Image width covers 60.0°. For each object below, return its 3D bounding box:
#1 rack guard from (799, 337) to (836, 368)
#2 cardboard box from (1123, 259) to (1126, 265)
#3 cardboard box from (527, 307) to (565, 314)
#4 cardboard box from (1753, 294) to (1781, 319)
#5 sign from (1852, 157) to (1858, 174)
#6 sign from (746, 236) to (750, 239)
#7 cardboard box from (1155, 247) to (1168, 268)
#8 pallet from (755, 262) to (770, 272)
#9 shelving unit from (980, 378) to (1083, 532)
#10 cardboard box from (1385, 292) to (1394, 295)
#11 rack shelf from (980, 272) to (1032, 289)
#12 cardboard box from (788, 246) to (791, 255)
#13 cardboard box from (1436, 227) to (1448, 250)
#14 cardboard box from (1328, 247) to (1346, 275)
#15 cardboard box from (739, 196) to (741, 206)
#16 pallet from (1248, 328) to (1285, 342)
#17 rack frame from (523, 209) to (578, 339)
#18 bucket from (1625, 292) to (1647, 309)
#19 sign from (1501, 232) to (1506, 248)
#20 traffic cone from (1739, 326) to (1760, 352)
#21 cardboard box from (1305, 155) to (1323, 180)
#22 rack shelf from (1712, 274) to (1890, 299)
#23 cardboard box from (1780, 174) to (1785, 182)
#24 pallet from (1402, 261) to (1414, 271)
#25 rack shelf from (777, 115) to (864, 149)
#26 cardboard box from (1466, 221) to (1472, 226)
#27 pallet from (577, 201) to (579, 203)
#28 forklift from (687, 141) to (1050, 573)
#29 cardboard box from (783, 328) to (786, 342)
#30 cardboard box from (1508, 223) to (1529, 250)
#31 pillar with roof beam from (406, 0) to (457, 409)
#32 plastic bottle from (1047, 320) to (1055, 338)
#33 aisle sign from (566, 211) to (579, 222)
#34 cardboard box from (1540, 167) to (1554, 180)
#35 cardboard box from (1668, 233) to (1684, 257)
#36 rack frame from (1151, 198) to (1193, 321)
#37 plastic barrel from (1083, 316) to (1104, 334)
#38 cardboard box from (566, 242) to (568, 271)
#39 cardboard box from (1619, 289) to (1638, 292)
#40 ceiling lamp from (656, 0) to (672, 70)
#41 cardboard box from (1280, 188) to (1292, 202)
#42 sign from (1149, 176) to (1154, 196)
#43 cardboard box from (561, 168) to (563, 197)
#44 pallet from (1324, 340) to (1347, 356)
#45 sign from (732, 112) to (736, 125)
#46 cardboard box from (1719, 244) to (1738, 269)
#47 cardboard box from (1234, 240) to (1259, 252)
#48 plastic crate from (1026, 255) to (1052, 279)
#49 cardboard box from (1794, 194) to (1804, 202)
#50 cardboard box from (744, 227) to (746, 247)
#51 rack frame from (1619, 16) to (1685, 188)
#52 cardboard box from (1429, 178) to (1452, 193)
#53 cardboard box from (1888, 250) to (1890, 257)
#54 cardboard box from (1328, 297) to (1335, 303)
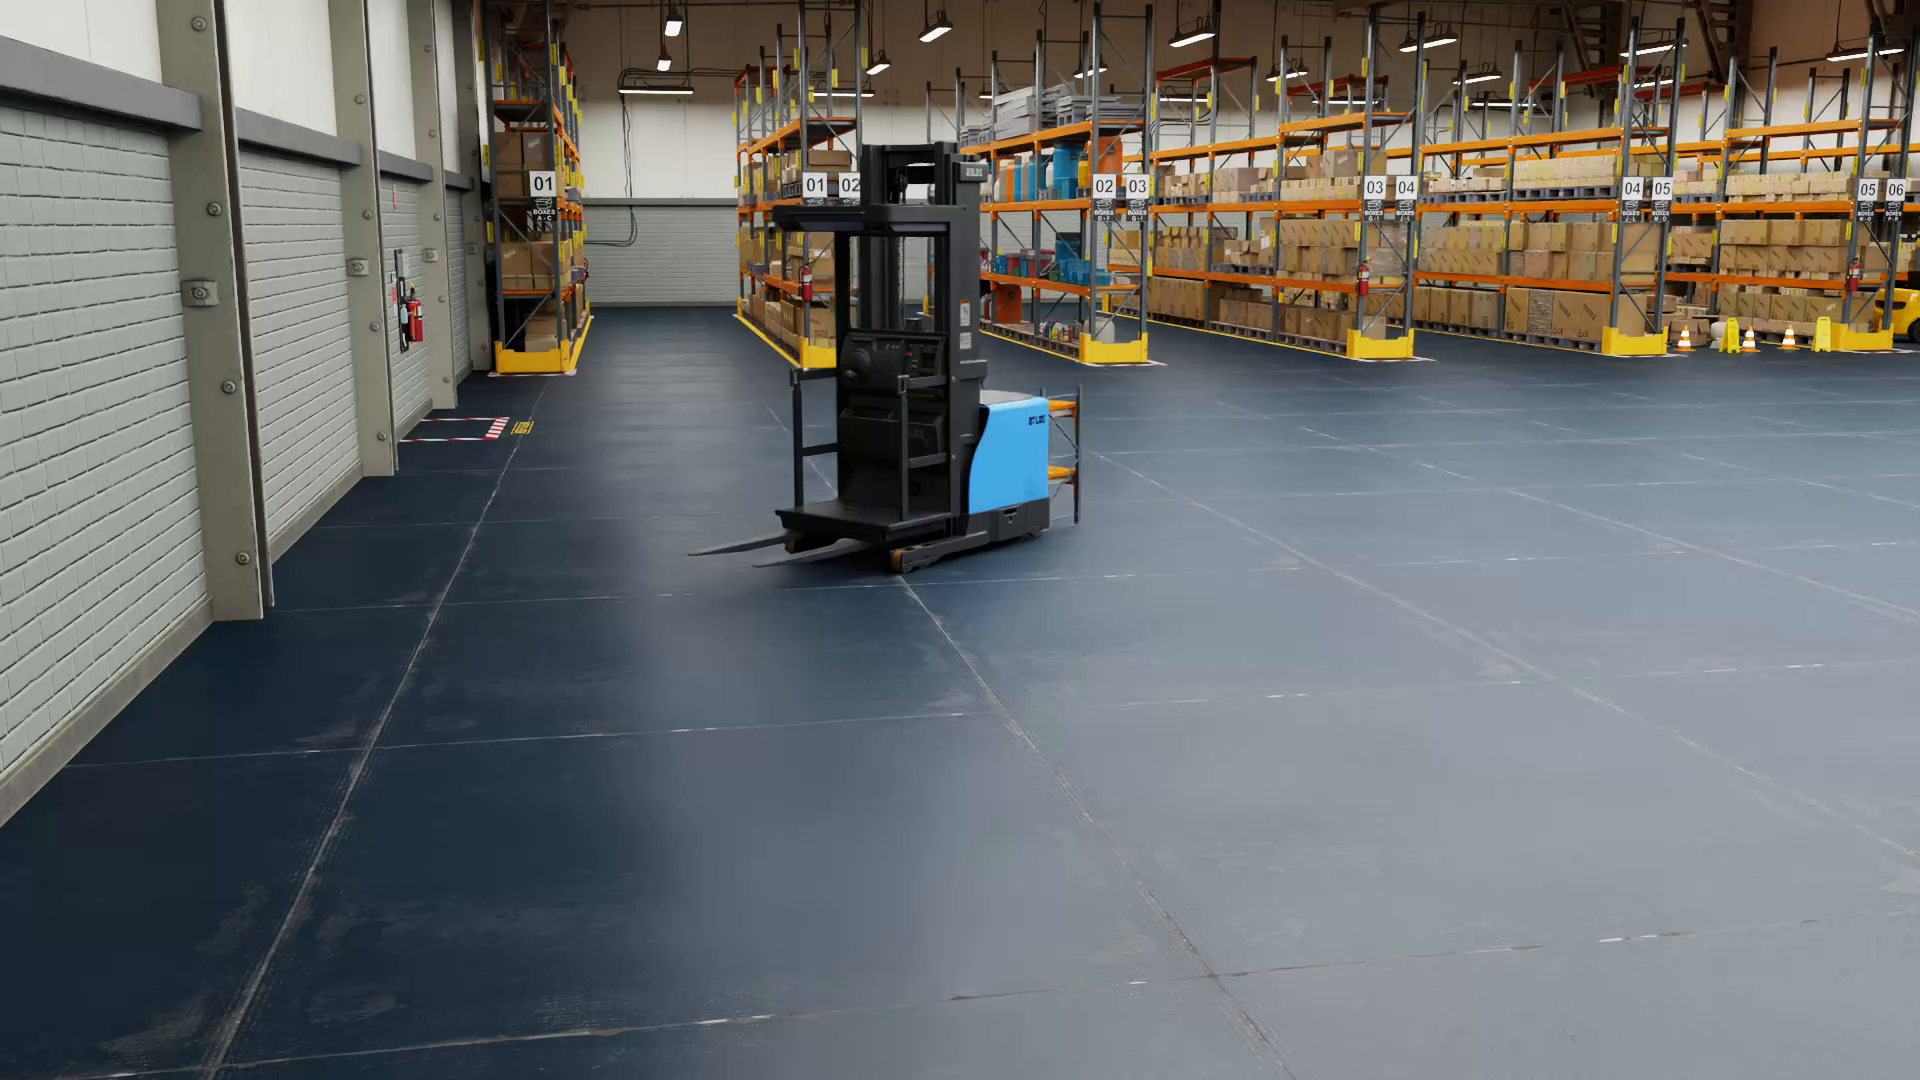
[{"bbox_3d":[-2.113,-3.175,28.040,1.175,0.500,0.348,-2,11,-11],"label":"rack guard"},{"bbox_3d":[4.486,-7.265,43.516,0.380,0.149,0.250,-2,11,-12],"label":"cardboard box"},{"bbox_3d":[-8.230,-4.363,33.105,0.700,0.500,0.500,-2,11,-11],"label":"cardboard box"},{"bbox_3d":[16.608,-4.774,33.980,0.500,0.500,0.500,-2,11,-8],"label":"cardboard box"},{"bbox_3d":[16.773,-7.019,31.162,0.100,0.325,0.005,-2,11,-11],"label":"sign"},{"bbox_3d":[-4.982,-7.012,39.200,0.100,0.325,0.005,-2,11,-11],"label":"sign"},{"bbox_3d":[5.111,-6.923,40.781,0.500,0.500,0.500,-2,11,-11],"label":"cardboard box"},{"bbox_3d":[-4.056,-6.137,37.429,1.003,0.211,1.213,-2,11,-11],"label":"pallet"},{"bbox_3d":[0.417,-0.715,13.445,1.048,1.125,0.538,10,14,41],"label":"shelving unit"},{"bbox_3d":[10.430,-5.951,39.495,0.500,0.250,0.500,-2,11,-10],"label":"cardboard box"},{"bbox_3d":[0.797,-6.067,38.475,1.077,0.370,4.000,-2,11,-11],"label":"rack shelf"},{"bbox_3d":[-3.033,-5.452,31.318,0.380,0.149,0.250,-2,11,-11],"label":"cardboard box"},{"bbox_3d":[11.107,-6.761,37.253,0.700,0.500,0.500,-2,11,-12],"label":"cardboard box"},{"bbox_3d":[7.305,-5.151,30.675,0.875,0.500,0.500,-2,11,-11],"label":"cardboard box"},{"bbox_3d":[-5.294,-8.546,41.953,0.500,0.250,0.500,-2,11,-11],"label":"cardboard box"},{"bbox_3d":[6.670,-4.273,34.583,1.003,0.211,1.213,-2,11,-11],"label":"pallet"},{"bbox_3d":[-8.532,-5.694,34.588,1.000,3.000,0.127,-2,11,-11],"label":"rack frame"},{"bbox_3d":[13.995,-4.860,34.896,0.726,0.611,0.620,2,1,9],"label":"bucket"},{"bbox_3d":[11.177,-6.171,34.209,0.100,0.325,0.005,-2,11,-11],"label":"sign"},{"bbox_3d":[14.950,-3.810,31.477,0.336,0.463,0.334,-2,11,-11],"label":"traffic cone"},{"bbox_3d":[7.160,-7.341,32.823,0.500,0.500,0.500,-2,11,-13],"label":"cardboard box"},{"bbox_3d":[16.932,-5.141,33.606,1.077,0.370,4.000,-2,11,-11],"label":"rack shelf"},{"bbox_3d":[16.668,-7.251,33.286,0.380,0.149,0.250,-2,11,-10],"label":"cardboard box"},{"bbox_3d":[10.686,-6.428,38.962,1.213,0.211,1.003,-2,11,-11],"label":"pallet"},{"bbox_3d":[-2.506,-7.171,29.300,1.077,0.370,4.000,-2,11,-11],"label":"rack shelf"},{"bbox_3d":[14.135,-8.700,45.709,0.380,0.149,0.250,-2,11,-13],"label":"cardboard box"},{"bbox_3d":[-9.459,-8.008,38.961,1.003,0.211,1.213,-2,11,-11],"label":"pallet"},{"bbox_3d":[-0.615,-1.313,11.757,1.130,2.935,3.031,8,14,37],"label":"forklift"},{"bbox_3d":[-3.010,-3.808,30.914,0.500,0.250,0.500,-2,11,-11],"label":"cardboard box"},{"bbox_3d":[11.745,-6.197,33.946,0.875,0.550,0.550,-2,11,-11],"label":"cardboard box"},{"bbox_3d":[-2.571,-6.326,21.868,9.100,9.000,0.400,-2,11,-11],"label":"pillar with roof beam"},{"bbox_3d":[1.751,-4.037,31.794,0.144,0.351,0.185,-3,11,-13],"label":"plastic bottle"},{"bbox_3d":[-9.807,-8.462,42.180,0.394,0.787,0.004,-2,11,-11],"label":"aisle sign"},{"bbox_3d":[11.726,-7.179,32.583,0.500,0.250,0.500,-2,11,-12],"label":"cardboard box"},{"bbox_3d":[16.036,-6.524,36.767,0.500,0.500,0.500,-2,11,-9],"label":"cardboard box"},{"bbox_3d":[5.267,-6.968,41.282,1.000,3.000,0.127,-2,11,-11],"label":"rack frame"},{"bbox_3d":[2.442,-3.781,30.068,0.421,0.512,0.421,0,11,0],"label":"plastic barrel"},{"bbox_3d":[-7.067,-4.910,28.811,0.500,0.500,0.500,-2,11,-9],"label":"cardboard box"},{"bbox_3d":[15.712,-5.887,40.161,0.875,0.875,0.875,-2,11,-12],"label":"cardboard box"},{"bbox_3d":[-6.395,-12.191,37.068,0.800,3.185,2.000,-2,11,-11],"label":"ceiling lamp"},{"bbox_3d":[6.659,-6.808,32.824,0.500,0.250,0.500,-3,11,-13],"label":"cardboard box"},{"bbox_3d":[3.283,-6.084,28.592,0.100,0.325,0.005,-2,11,-11],"label":"sign"},{"bbox_3d":[-6.970,-6.024,27.981,0.500,0.500,0.500,-2,11,-8],"label":"cardboard box"},{"bbox_3d":[7.462,-3.561,30.842,1.003,0.211,1.213,-2,11,-11],"label":"pallet"},{"bbox_3d":[-5.762,-10.767,42.488,0.100,0.325,0.005,-2,11,-11],"label":"sign"},{"bbox_3d":[16.355,-5.965,34.952,0.500,0.500,0.500,-2,11,-11],"label":"cardboard box"},{"bbox_3d":[6.395,-6.293,36.347,0.700,0.500,0.500,0,11,-3],"label":"cardboard box"},{"bbox_3d":[1.570,-5.429,33.029,0.402,0.464,0.583,-2,11,-11],"label":"plastic crate"},{"bbox_3d":[16.756,-6.768,32.884,0.380,0.149,0.250,-2,11,-13],"label":"cardboard box"},{"bbox_3d":[-5.004,-7.418,40.706,0.500,0.500,0.500,-2,11,-11],"label":"cardboard box"},{"bbox_3d":[12.485,-7.876,30.008,1.000,3.000,0.127,-2,11,-11],"label":"rack frame"},{"bbox_3d":[10.854,-7.940,37.217,0.500,0.311,0.500,-2,11,-11],"label":"cardboard box"},{"bbox_3d":[20.958,-6.389,37.304,0.500,0.250,0.500,-2,11,-12],"label":"cardboard box"},{"bbox_3d":[9.714,-6.177,42.832,0.380,0.149,0.250,-3,11,-14],"label":"cardboard box"}]
